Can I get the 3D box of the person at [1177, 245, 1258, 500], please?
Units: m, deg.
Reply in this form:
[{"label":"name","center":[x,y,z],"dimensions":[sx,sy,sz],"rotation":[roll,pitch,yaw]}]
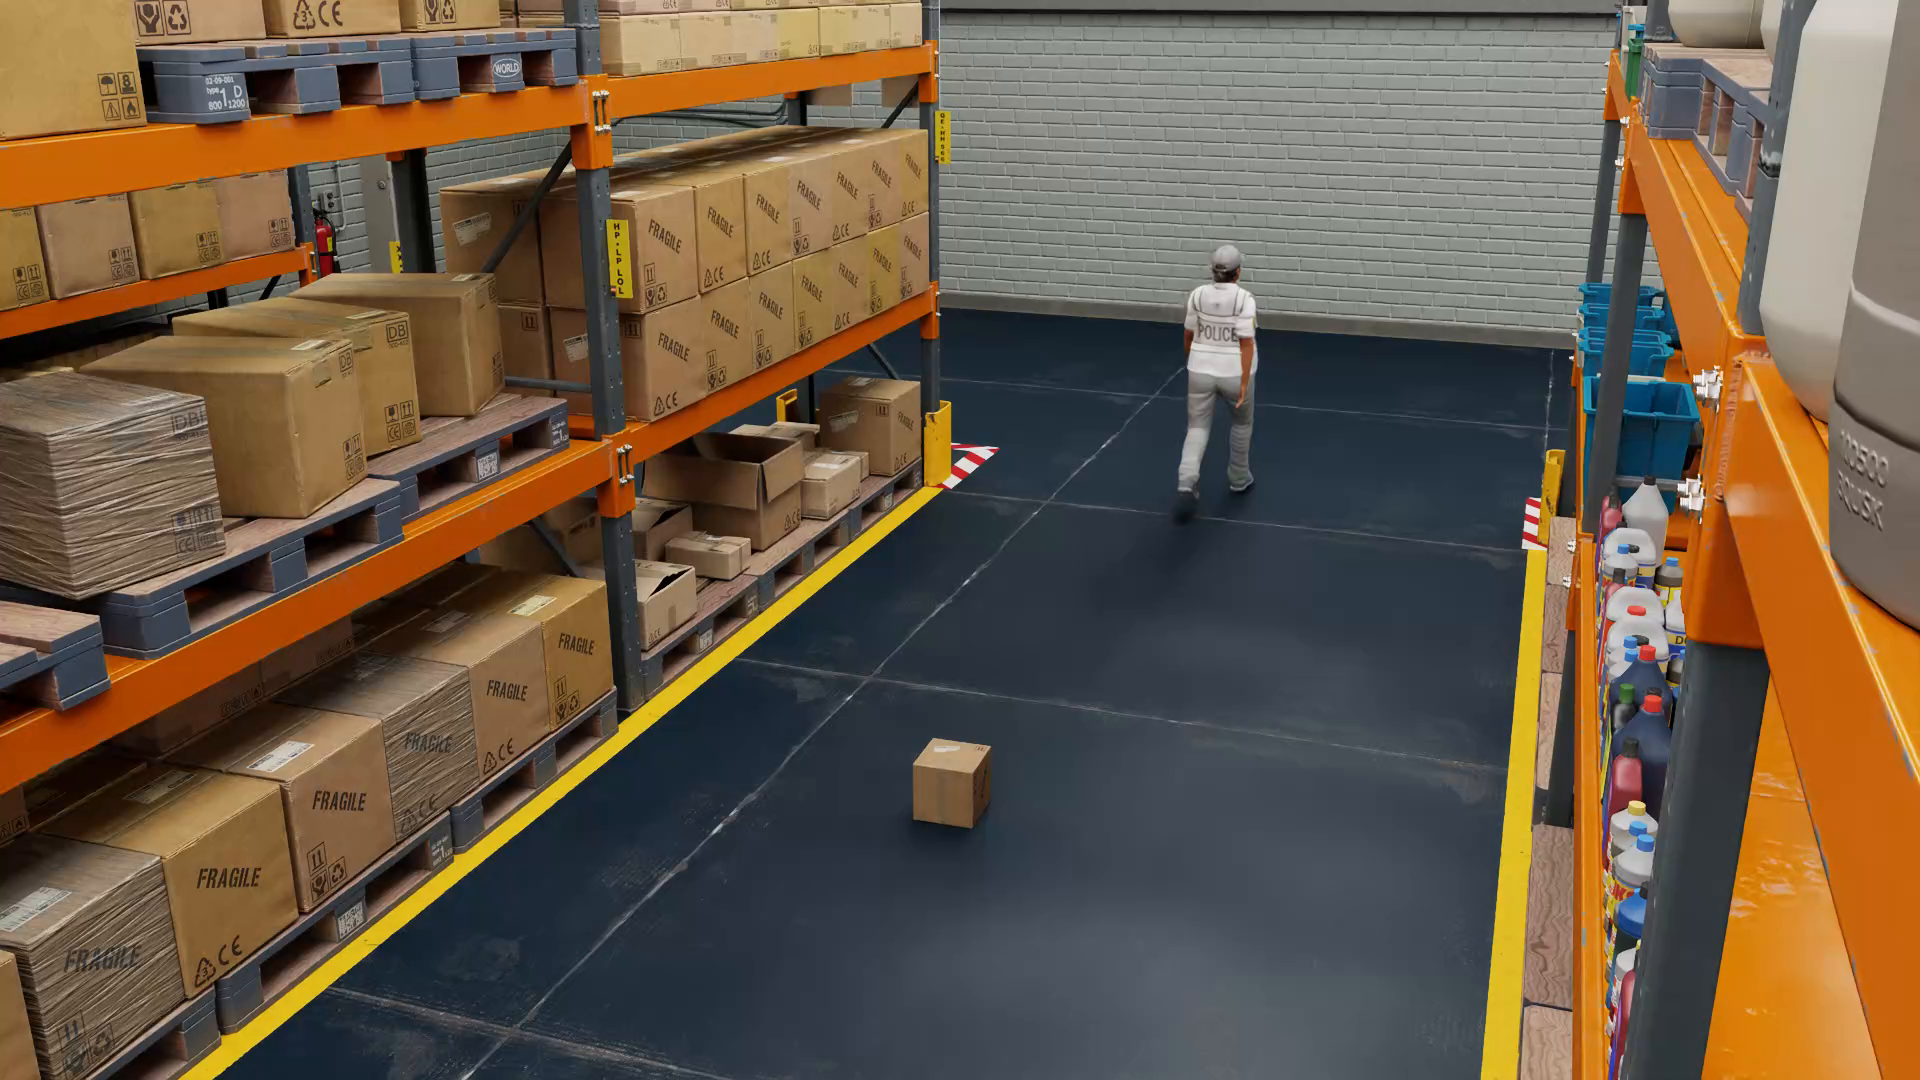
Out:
[{"label":"person","center":[1.622,-1.044,10.453],"dimensions":[0.477,1.619,0.942],"rotation":[8,20,21]}]
